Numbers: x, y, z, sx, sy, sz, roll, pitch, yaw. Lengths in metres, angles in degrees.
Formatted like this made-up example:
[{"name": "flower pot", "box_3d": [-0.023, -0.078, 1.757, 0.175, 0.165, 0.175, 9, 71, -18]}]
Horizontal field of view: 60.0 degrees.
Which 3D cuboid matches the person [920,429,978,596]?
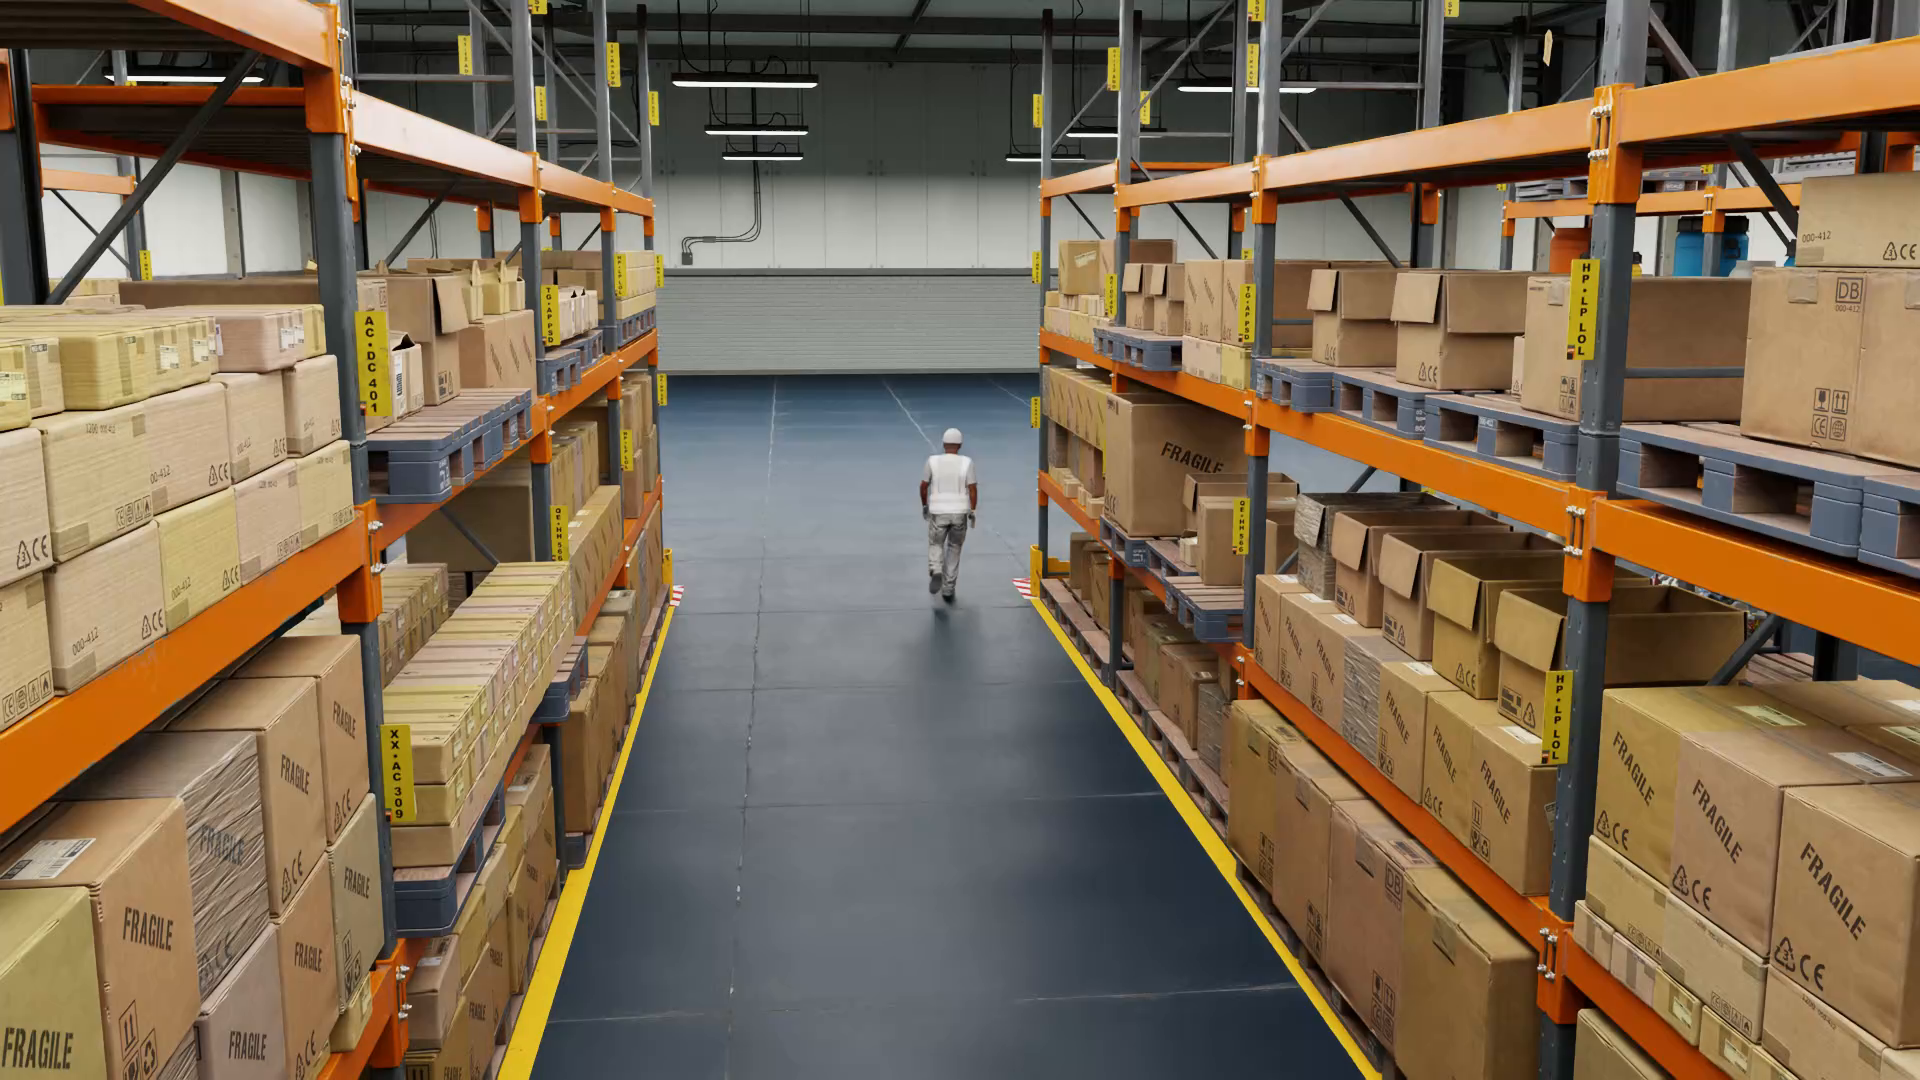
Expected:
[{"name": "person", "box_3d": [-0.119, -0.272, 17.368, 0.606, 1.755, 0.649, 0, 10, -1]}]
